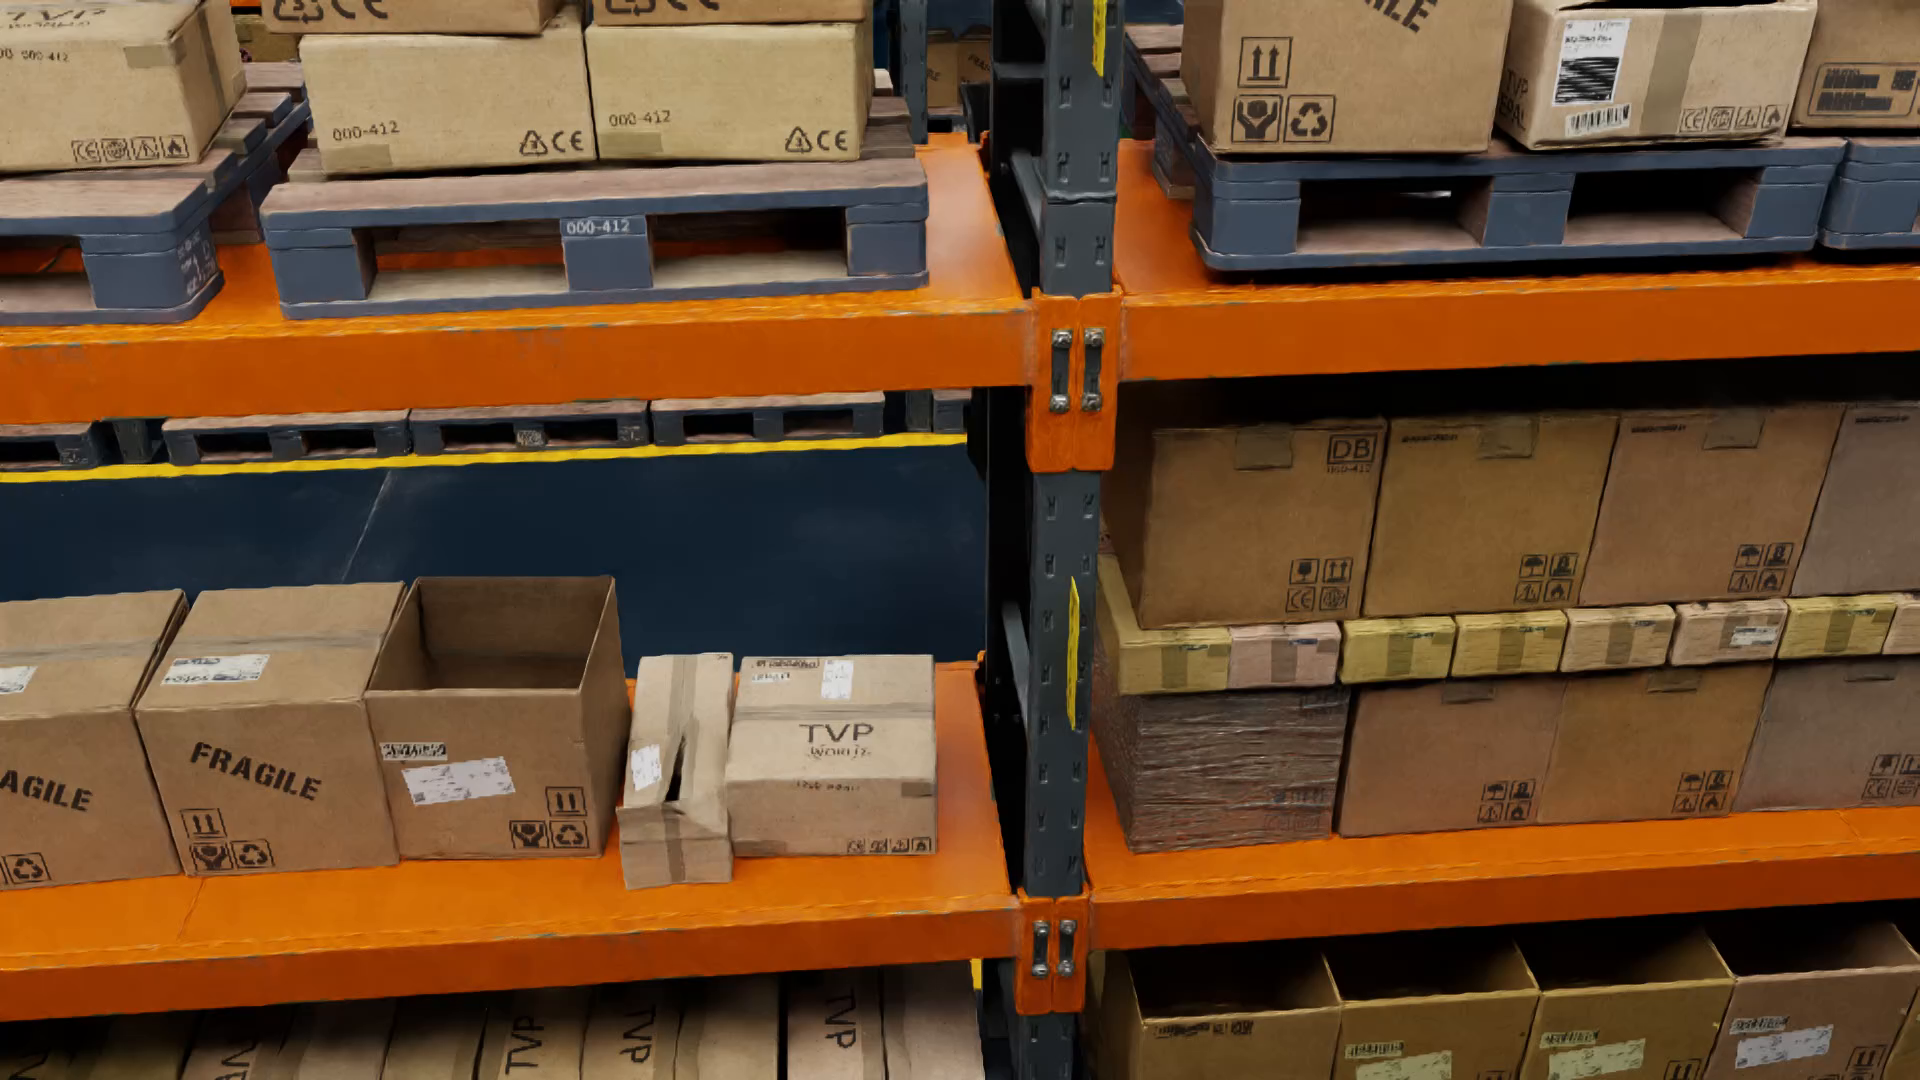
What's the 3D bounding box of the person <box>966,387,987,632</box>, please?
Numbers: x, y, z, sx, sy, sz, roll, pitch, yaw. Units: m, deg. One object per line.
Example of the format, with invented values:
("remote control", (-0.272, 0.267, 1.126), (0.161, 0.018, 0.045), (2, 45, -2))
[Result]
("person", (0.252, -0.314, 6.717), (0.491, 1.692, 0.773), (-9, 32, -15))
